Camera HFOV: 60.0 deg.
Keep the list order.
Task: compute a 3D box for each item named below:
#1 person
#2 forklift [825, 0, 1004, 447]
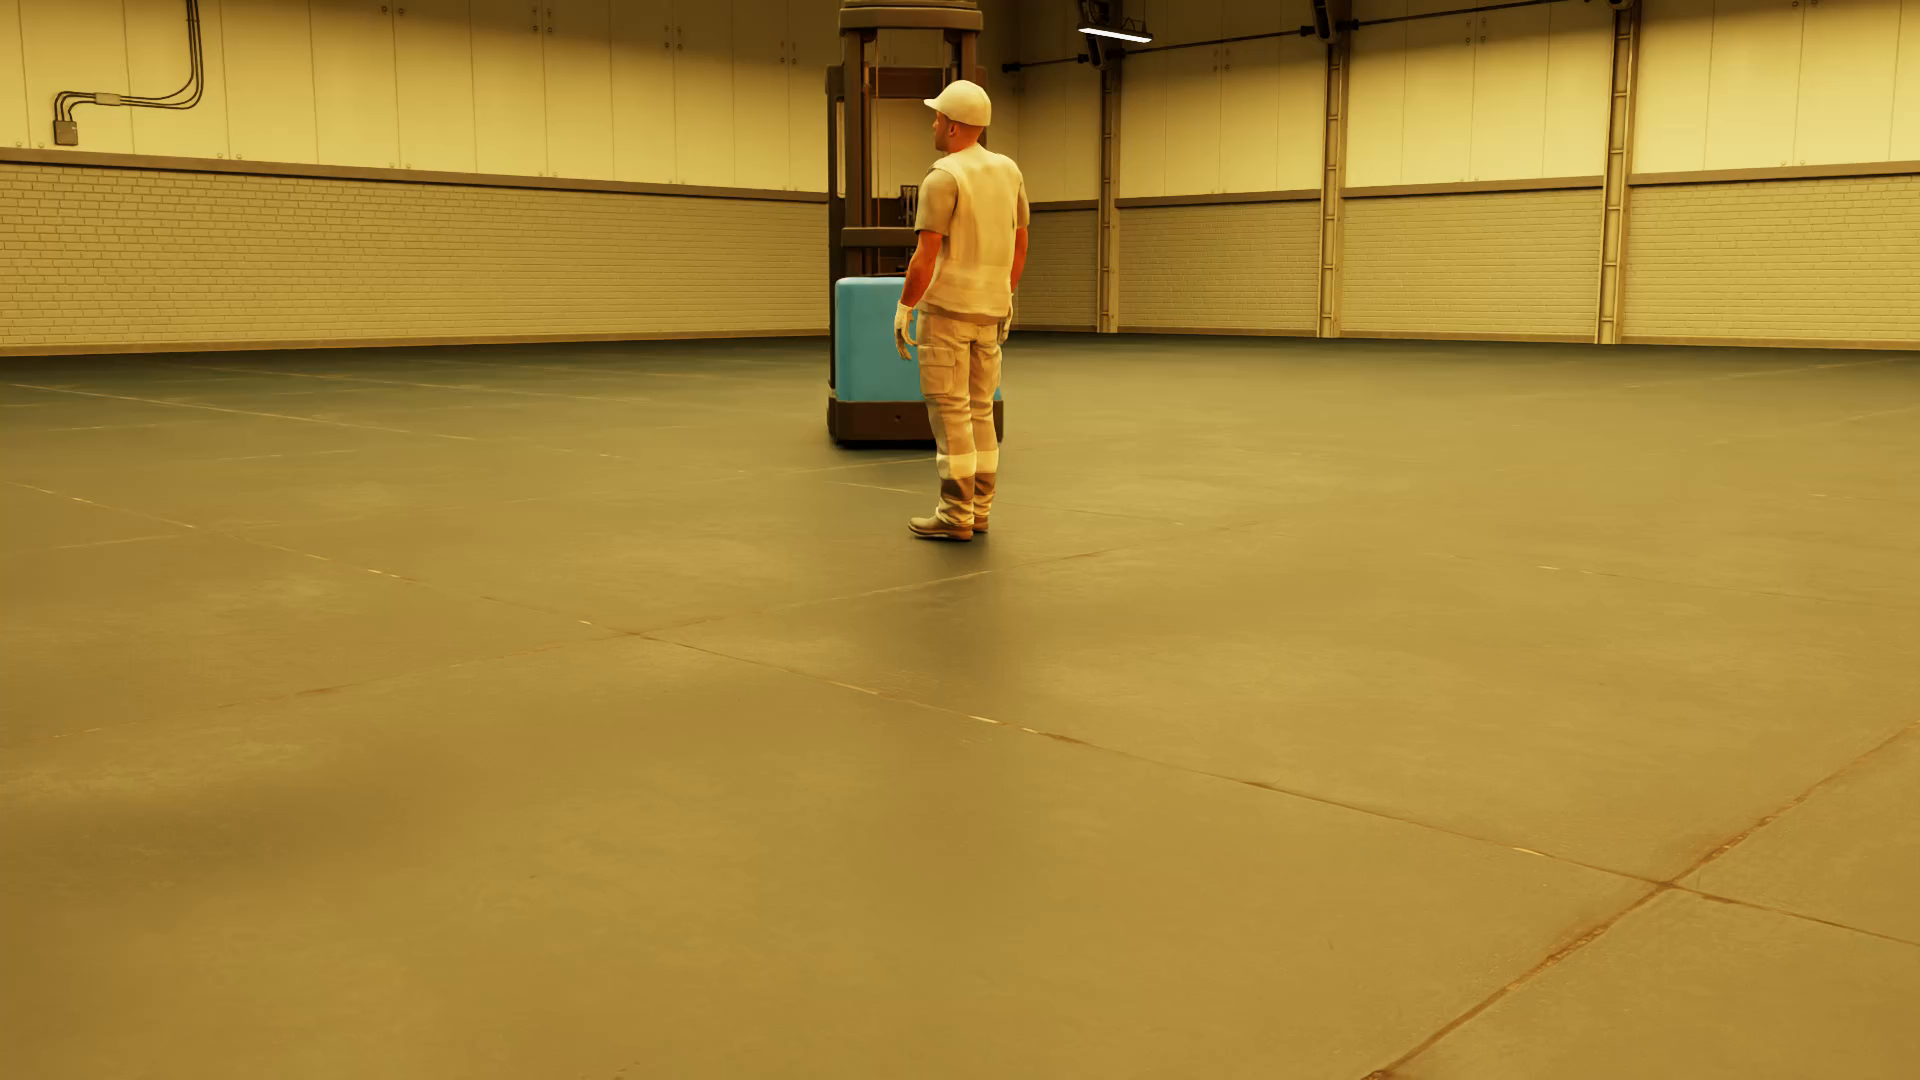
[{"bbox_3d":[-0.049,-0.902,6.647,0.564,1.787,0.637,8,12,43],"label":"person"},{"bbox_3d":[-0.385,-2.229,11.676,1.130,2.935,3.031,-1,9,-5],"label":"forklift"}]
